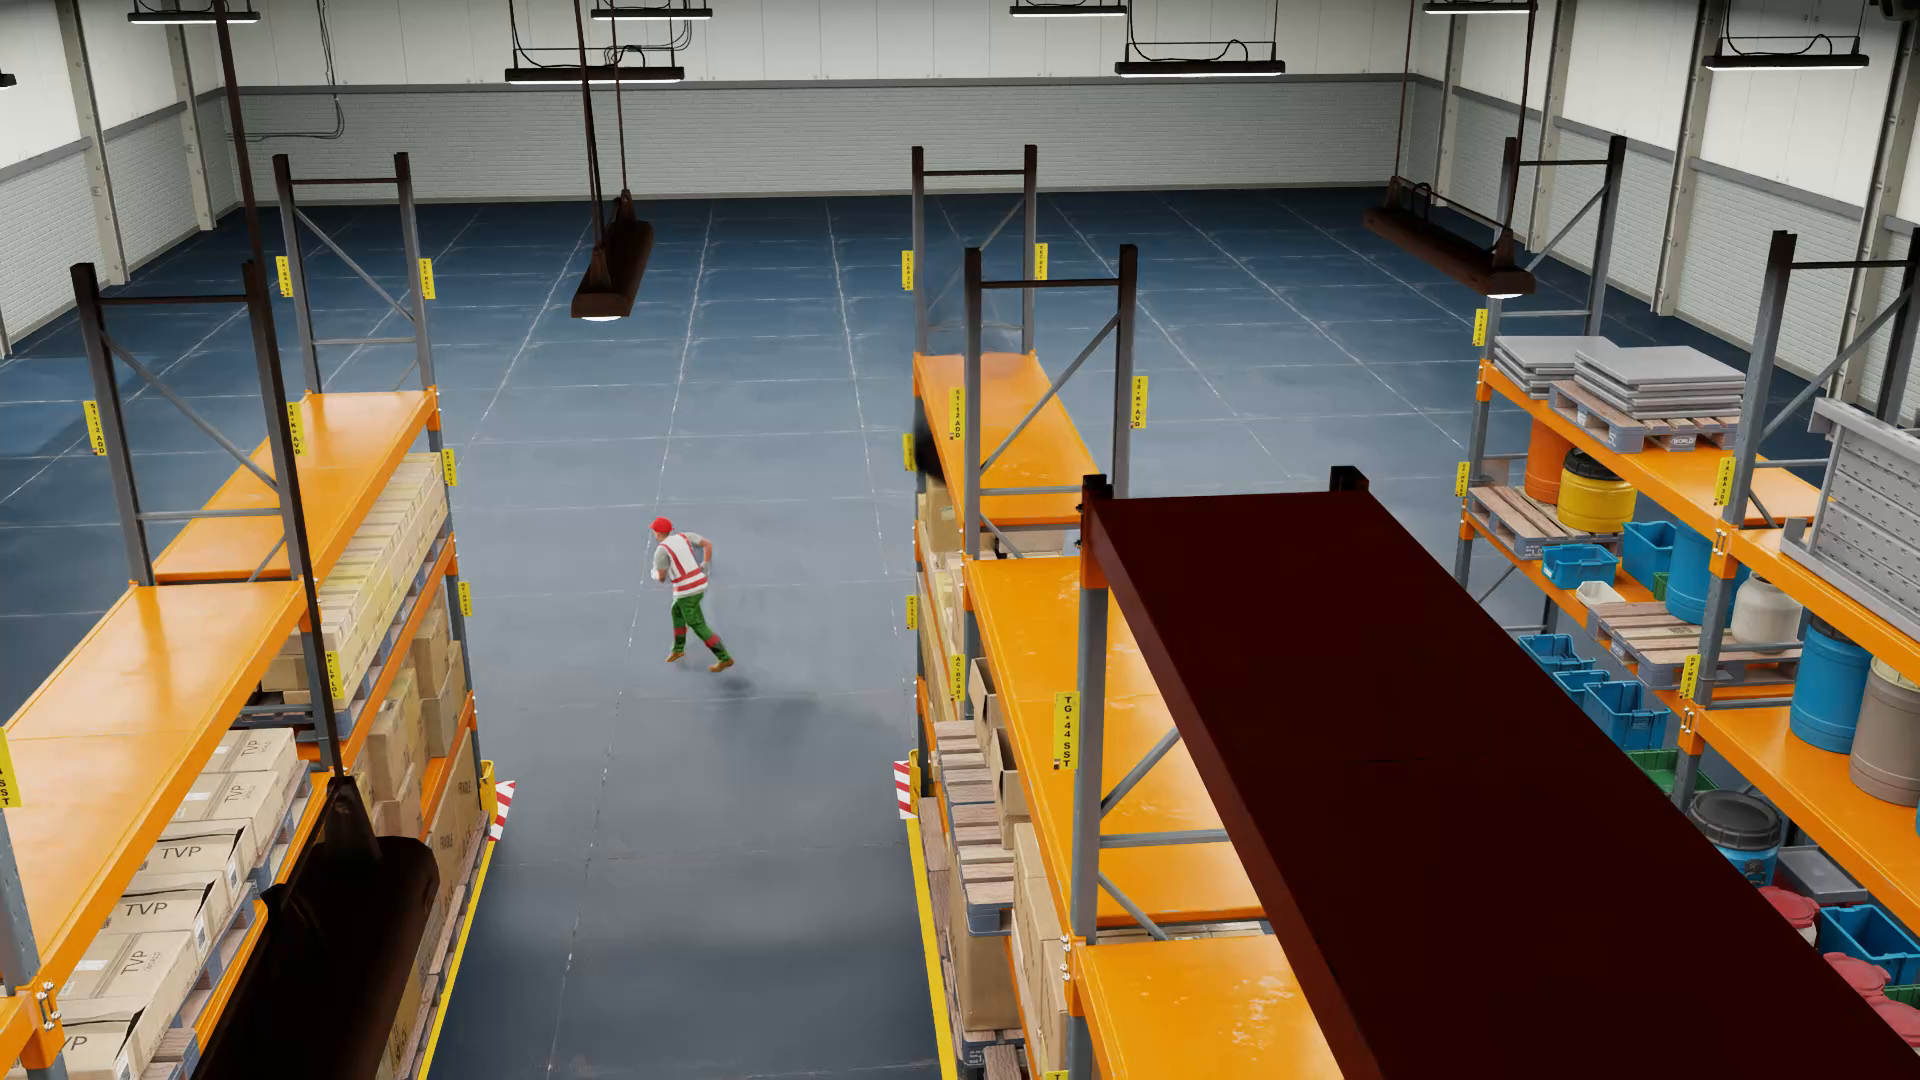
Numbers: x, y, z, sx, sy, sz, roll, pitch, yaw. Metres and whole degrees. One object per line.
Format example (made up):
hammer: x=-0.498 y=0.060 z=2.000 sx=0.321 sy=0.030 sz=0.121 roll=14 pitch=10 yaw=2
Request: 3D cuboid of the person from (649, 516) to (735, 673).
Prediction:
person: x=-2.859 y=0.626 z=17.838 sx=1.054 sy=1.732 sz=0.706 roll=13 pitch=25 yaw=30
